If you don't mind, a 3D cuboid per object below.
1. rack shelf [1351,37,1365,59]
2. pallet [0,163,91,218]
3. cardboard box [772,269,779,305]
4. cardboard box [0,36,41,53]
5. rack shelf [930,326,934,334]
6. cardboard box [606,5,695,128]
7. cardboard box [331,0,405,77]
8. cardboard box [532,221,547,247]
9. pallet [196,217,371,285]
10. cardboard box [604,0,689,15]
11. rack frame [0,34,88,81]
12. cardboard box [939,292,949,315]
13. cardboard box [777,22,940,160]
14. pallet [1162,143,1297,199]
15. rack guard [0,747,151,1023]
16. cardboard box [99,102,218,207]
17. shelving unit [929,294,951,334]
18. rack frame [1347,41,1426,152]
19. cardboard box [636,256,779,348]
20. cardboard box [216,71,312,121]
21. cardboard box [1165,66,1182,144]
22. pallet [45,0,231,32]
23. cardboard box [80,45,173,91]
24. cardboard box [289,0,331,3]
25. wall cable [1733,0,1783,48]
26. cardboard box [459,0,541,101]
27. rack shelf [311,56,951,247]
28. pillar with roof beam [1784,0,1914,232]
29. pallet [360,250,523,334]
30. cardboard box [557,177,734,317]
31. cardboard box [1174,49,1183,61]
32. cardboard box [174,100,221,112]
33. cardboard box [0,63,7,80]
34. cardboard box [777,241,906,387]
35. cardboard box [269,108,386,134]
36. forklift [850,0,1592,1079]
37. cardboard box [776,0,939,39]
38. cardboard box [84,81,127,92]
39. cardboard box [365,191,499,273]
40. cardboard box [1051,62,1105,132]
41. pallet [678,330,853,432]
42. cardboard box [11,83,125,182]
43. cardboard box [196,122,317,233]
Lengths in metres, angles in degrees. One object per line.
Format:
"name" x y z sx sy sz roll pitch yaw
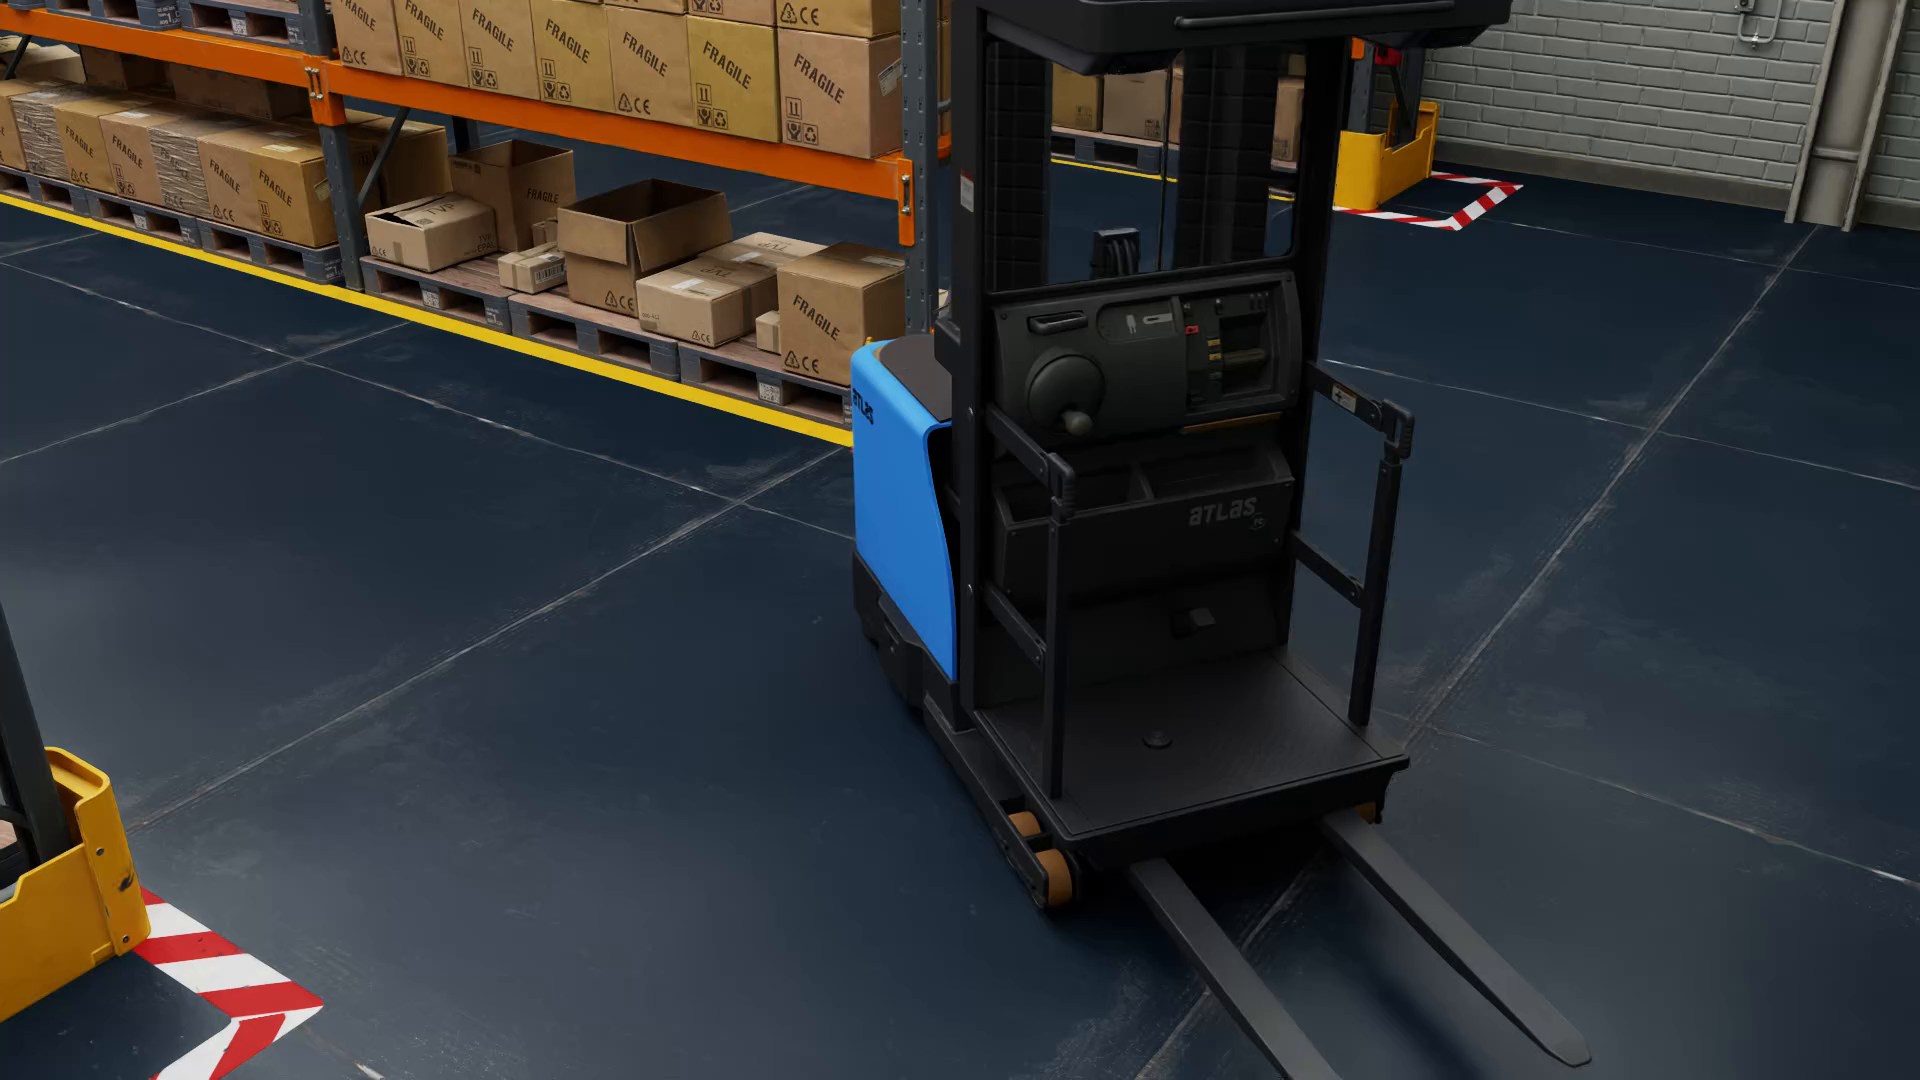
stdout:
"rack shelf" 1.244 -3.974 12.045 4.000 0.370 1.077 17 32 30
"pallet" -5.910 -2.534 11.496 1.213 0.211 1.003 17 32 30
"cardboard box" -0.609 -1.273 8.490 0.500 0.250 0.500 17 32 30
"cardboard box" -7.207 -3.570 12.408 0.500 0.311 0.500 16 31 29
"rack shelf" 0.044 -0.698 6.361 0.240 0.259 0.215 17 32 30
"cardboard box" -1.270 -2.248 7.750 0.500 0.500 0.500 18 32 31
"cardboard box" -2.941 -2.767 8.770 0.500 0.500 0.500 18 32 32
"cardboard box" -2.233 -1.767 9.572 0.250 0.149 0.380 17 32 30
"pallet" -3.898 -1.907 10.265 1.213 0.211 1.003 17 32 30
"cardboard box" -1.279 -2.691 7.517 0.500 0.500 0.500 18 32 32
"rack frame" -6.504 -3.982 11.268 0.127 3.000 1.000 17 32 30
"cardboard box" -0.060 -1.090 8.242 0.250 0.149 0.380 17 32 30
"cardboard box" -0.433 -1.986 7.235 0.500 0.500 0.500 18 32 32
"pallet" 2.189 -2.714 11.851 1.213 0.211 1.003 17 32 30
"rack guard" -2.690 1.038 4.159 0.348 0.500 1.175 17 32 30
"cardboard box" -5.012 -2.446 10.519 0.500 0.500 0.500 16 31 29
"shelving unit" 0.044 -0.454 6.485 0.252 1.050 0.215 17 32 30
"rack frame" 2.892 -3.781 10.872 0.127 3.000 1.000 17 32 30
"cardboard box" -1.263 -1.201 8.350 0.500 0.250 0.500 17 32 30
"cardboard box" -4.292 -2.844 10.475 0.500 0.250 0.500 17 32 30
"cardboard box" 1.846 -3.125 11.876 0.500 0.500 0.700 17 32 30
"pallet" -4.898 -3.399 10.334 1.213 0.211 1.003 17 32 30
"cardboard box" -5.551 -3.233 11.240 0.500 0.250 0.500 19 32 32
"cardboard box" -3.470 -3.392 9.535 0.500 0.500 0.700 7 28 13
"wall cable" 4.483 -4.259 10.691 1.851 1.984 0.084 17 32 30
"cardboard box" -2.106 -2.507 8.260 0.500 0.500 0.500 17 32 30
"rack shelf" -1.558 -2.121 8.404 4.000 0.370 1.077 17 32 30
"pillar with roof beam" 3.170 -4.475 5.622 0.400 9.000 9.100 17 32 30
"pallet" -2.641 -1.536 9.535 1.213 0.211 1.003 17 32 30
"cardboard box" -1.655 -1.558 8.772 0.637 0.503 0.797 17 32 30
"cardboard box" 1.641 -3.588 12.070 0.250 0.149 0.380 18 32 31
"cardboard box" -4.737 -2.647 10.914 0.500 0.500 0.500 16 31 28
"cardboard box" -7.075 -3.236 11.753 0.500 0.311 0.500 18 32 32
"cardboard box" -0.497 -1.058 7.792 0.500 0.500 0.500 17 32 30
"cardboard box" -3.913 -2.385 10.401 0.500 0.500 0.500 18 32 31
"forklift" 0.616 -0.480 4.462 1.130 2.935 3.031 -10 29 -19
"cardboard box" -0.432 -2.430 7.005 0.500 0.500 0.500 17 32 30
"cardboard box" -5.600 -2.912 11.436 0.500 0.500 0.500 19 32 32
"cardboard box" -2.983 -1.764 9.389 0.500 0.311 0.500 17 32 30
"cardboard box" 0.988 -3.388 12.393 0.500 0.500 0.700 18 32 31
"pallet" -0.630 -0.909 8.304 1.213 0.211 1.003 17 32 30
"cardboard box" -5.855 -2.708 11.036 0.500 0.500 0.500 16 31 29
"cardboard box" -4.178 -2.187 10.011 0.500 0.500 0.500 17 32 30
